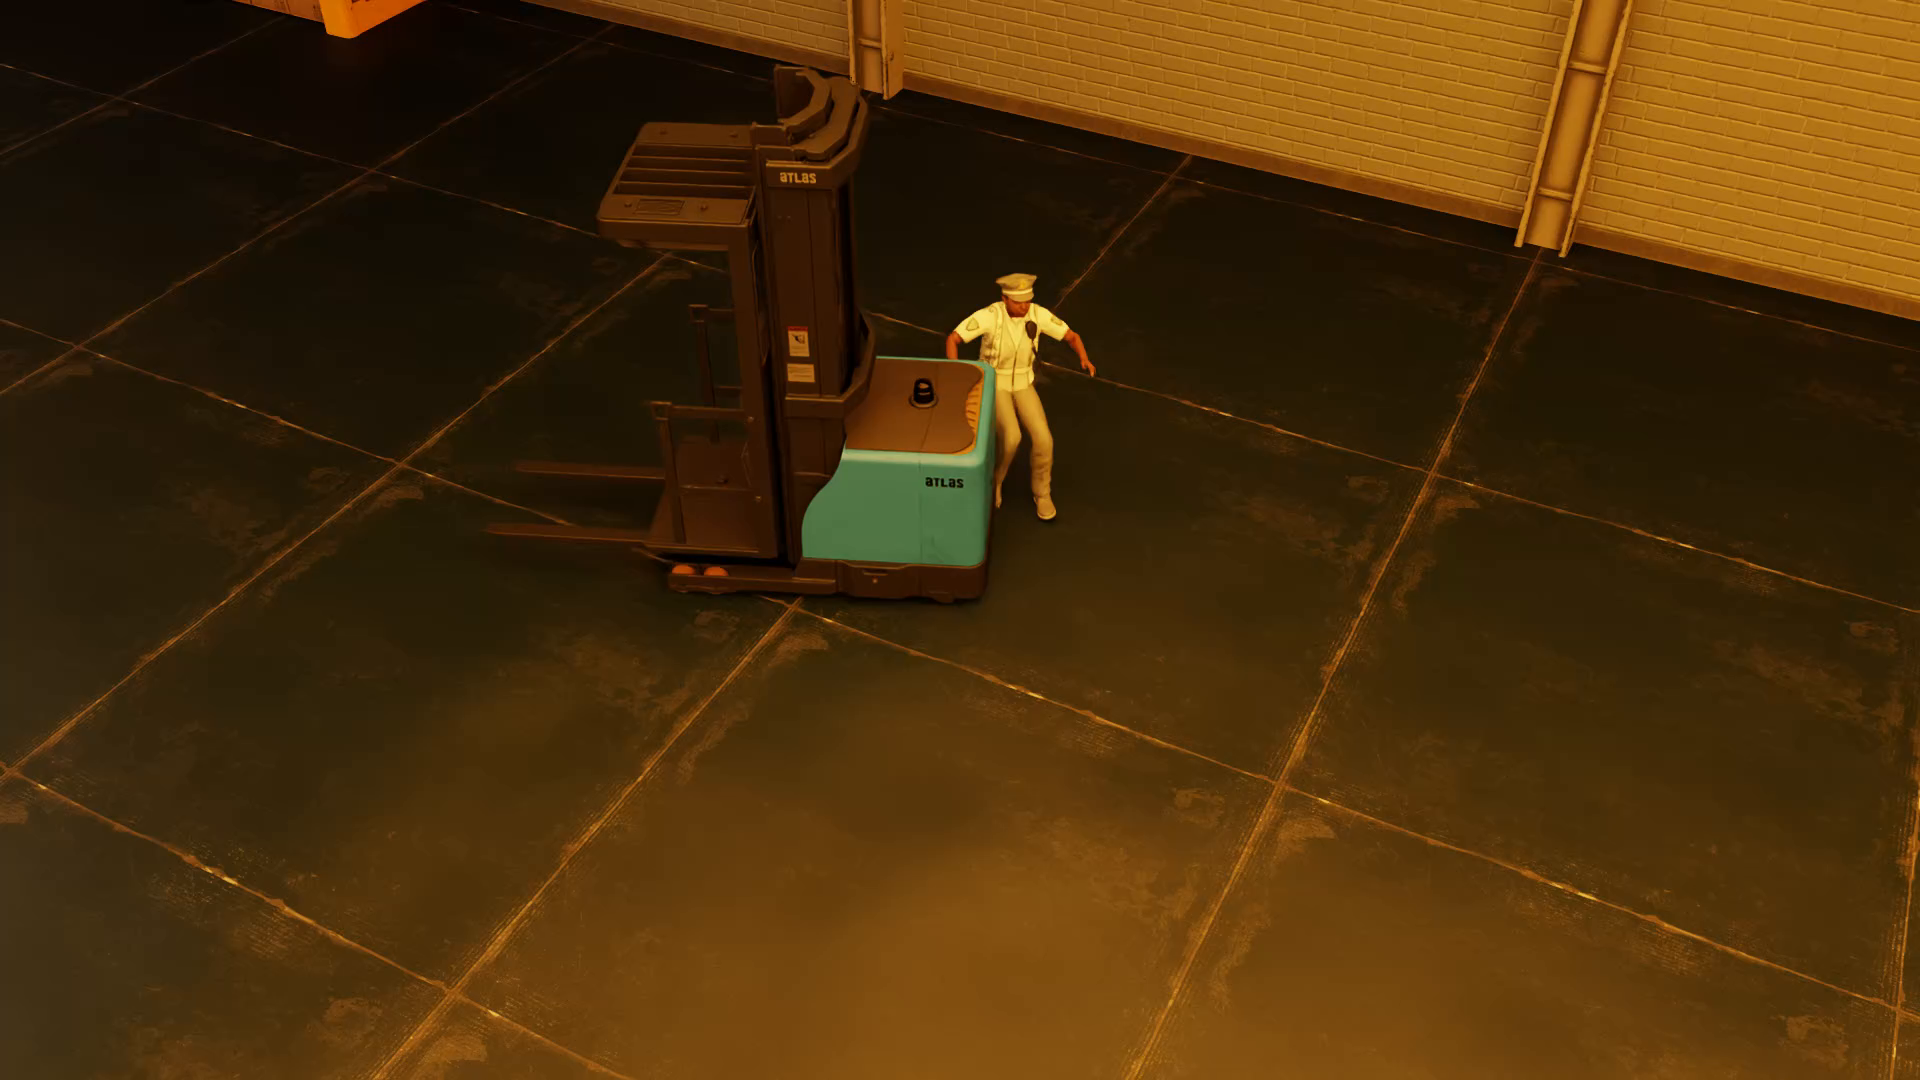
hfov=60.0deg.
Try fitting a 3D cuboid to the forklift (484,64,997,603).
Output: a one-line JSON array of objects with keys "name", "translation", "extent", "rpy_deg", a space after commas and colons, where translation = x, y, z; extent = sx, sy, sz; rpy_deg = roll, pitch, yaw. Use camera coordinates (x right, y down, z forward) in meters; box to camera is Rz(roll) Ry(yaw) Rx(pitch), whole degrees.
[{"name": "forklift", "translation": [-1.319, -1.135, 9.334], "extent": [3.031, 2.935, 1.130], "rpy_deg": [3, 40, 4]}]

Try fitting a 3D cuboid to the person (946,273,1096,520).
[{"name": "person", "translation": [0.364, -0.891, 10.189], "extent": [0.886, 1.444, 0.822], "rpy_deg": [-18, 43, -20]}]
